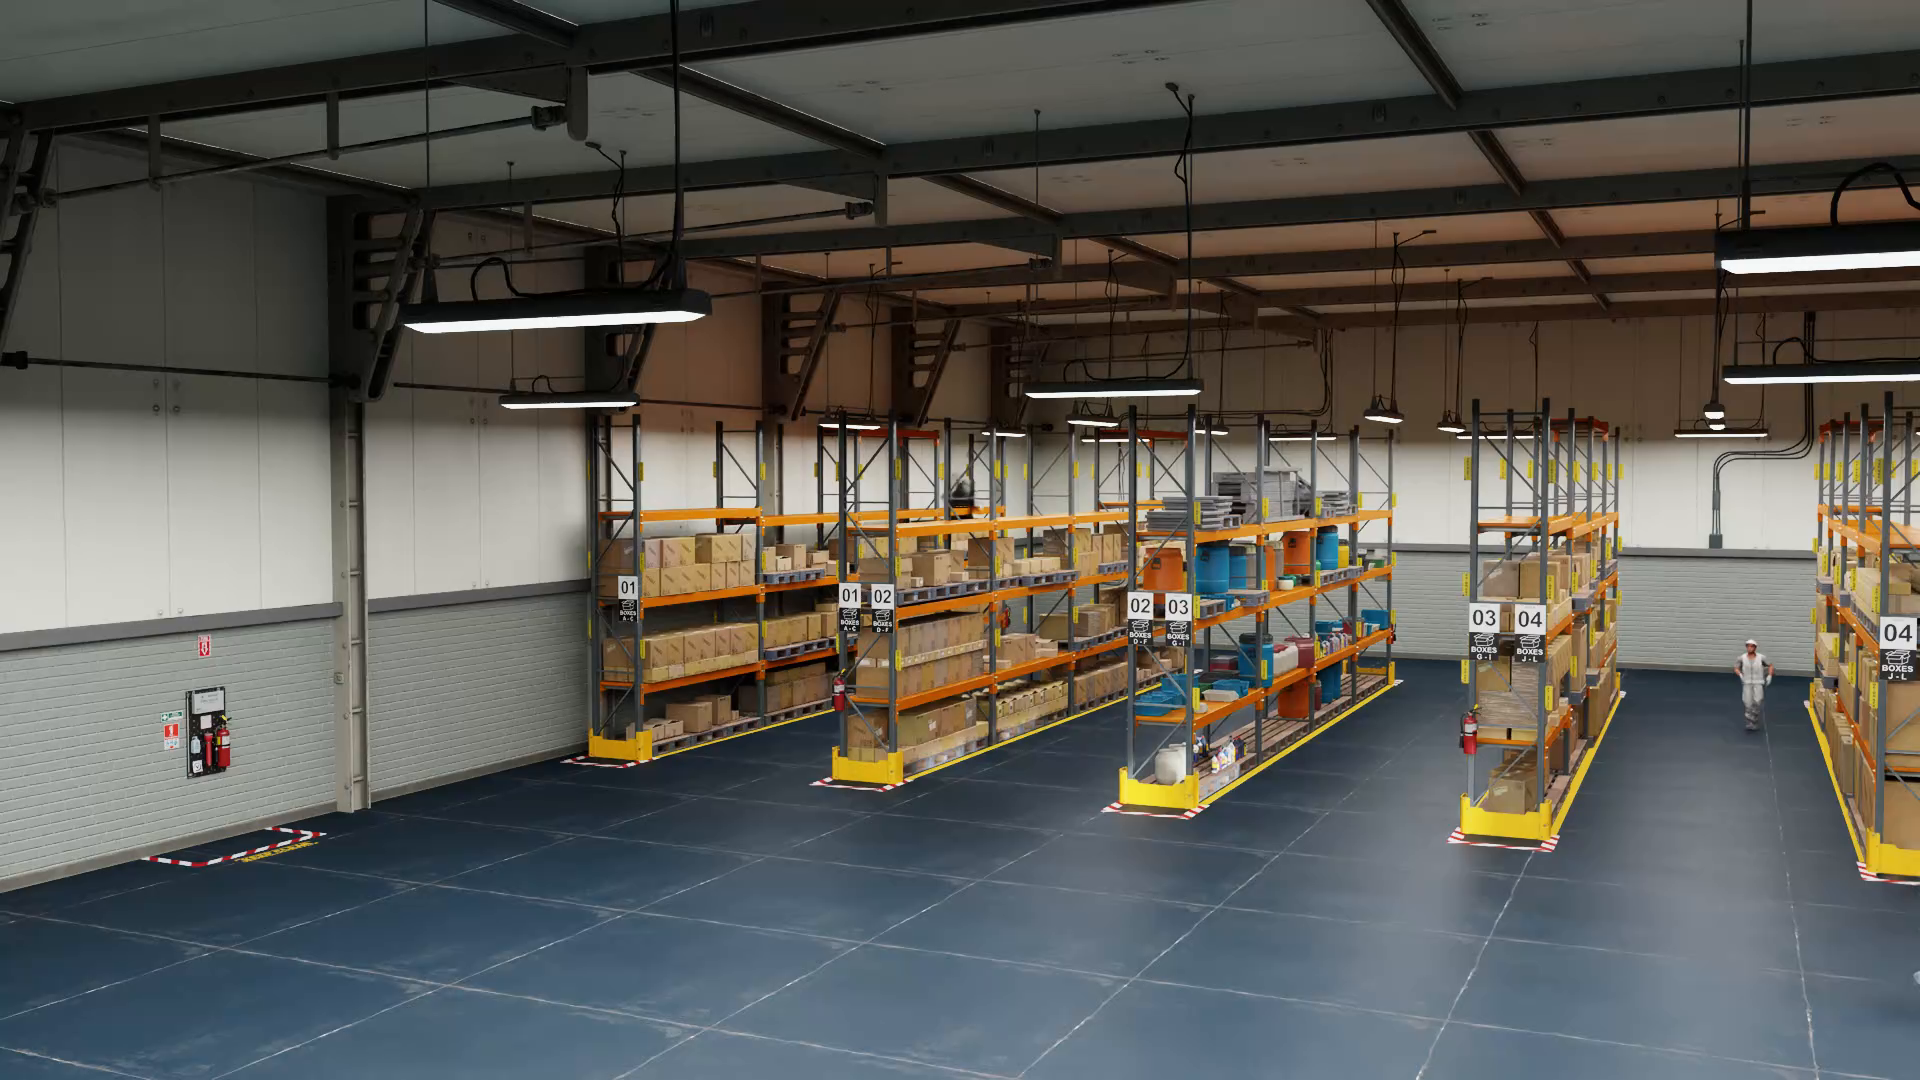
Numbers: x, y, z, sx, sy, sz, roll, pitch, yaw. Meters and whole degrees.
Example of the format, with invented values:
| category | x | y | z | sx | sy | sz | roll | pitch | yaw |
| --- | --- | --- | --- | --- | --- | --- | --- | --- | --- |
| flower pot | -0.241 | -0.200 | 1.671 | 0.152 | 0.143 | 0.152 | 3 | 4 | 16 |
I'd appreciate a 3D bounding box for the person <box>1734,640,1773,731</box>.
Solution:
| category | x | y | z | sx | sy | sz | roll | pitch | yaw |
| --- | --- | --- | --- | --- | --- | --- | --- | --- | --- |
| person | 15.296 | 2.801 | 32.082 | 0.673 | 1.751 | 0.656 | 1 | 3 | 31 |
